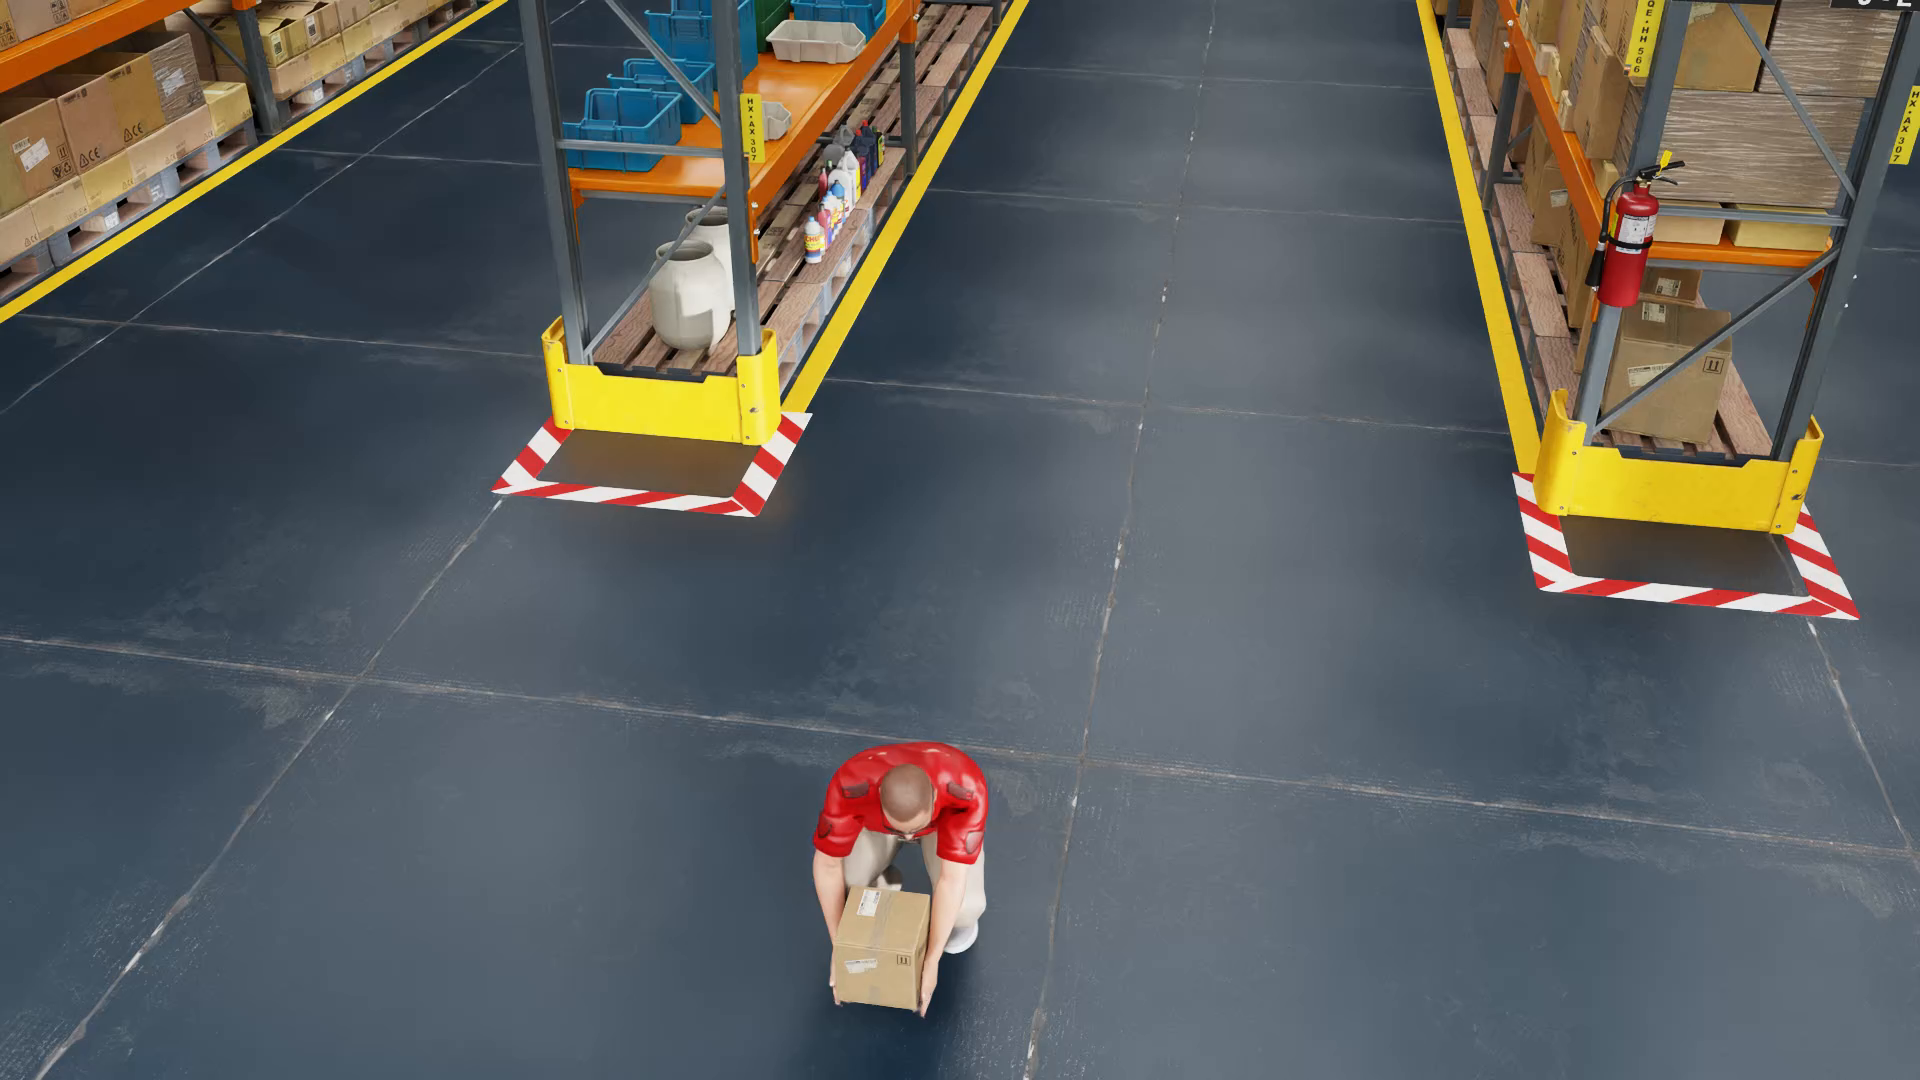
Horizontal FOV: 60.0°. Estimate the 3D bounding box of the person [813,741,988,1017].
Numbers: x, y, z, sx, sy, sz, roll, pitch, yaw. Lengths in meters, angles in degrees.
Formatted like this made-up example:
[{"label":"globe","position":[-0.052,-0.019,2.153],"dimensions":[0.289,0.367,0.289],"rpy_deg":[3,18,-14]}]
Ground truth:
[{"label":"person","position":[-0.172,0.959,5.345],"dimensions":[0.545,0.983,0.859],"rpy_deg":[5,33,8]}]
